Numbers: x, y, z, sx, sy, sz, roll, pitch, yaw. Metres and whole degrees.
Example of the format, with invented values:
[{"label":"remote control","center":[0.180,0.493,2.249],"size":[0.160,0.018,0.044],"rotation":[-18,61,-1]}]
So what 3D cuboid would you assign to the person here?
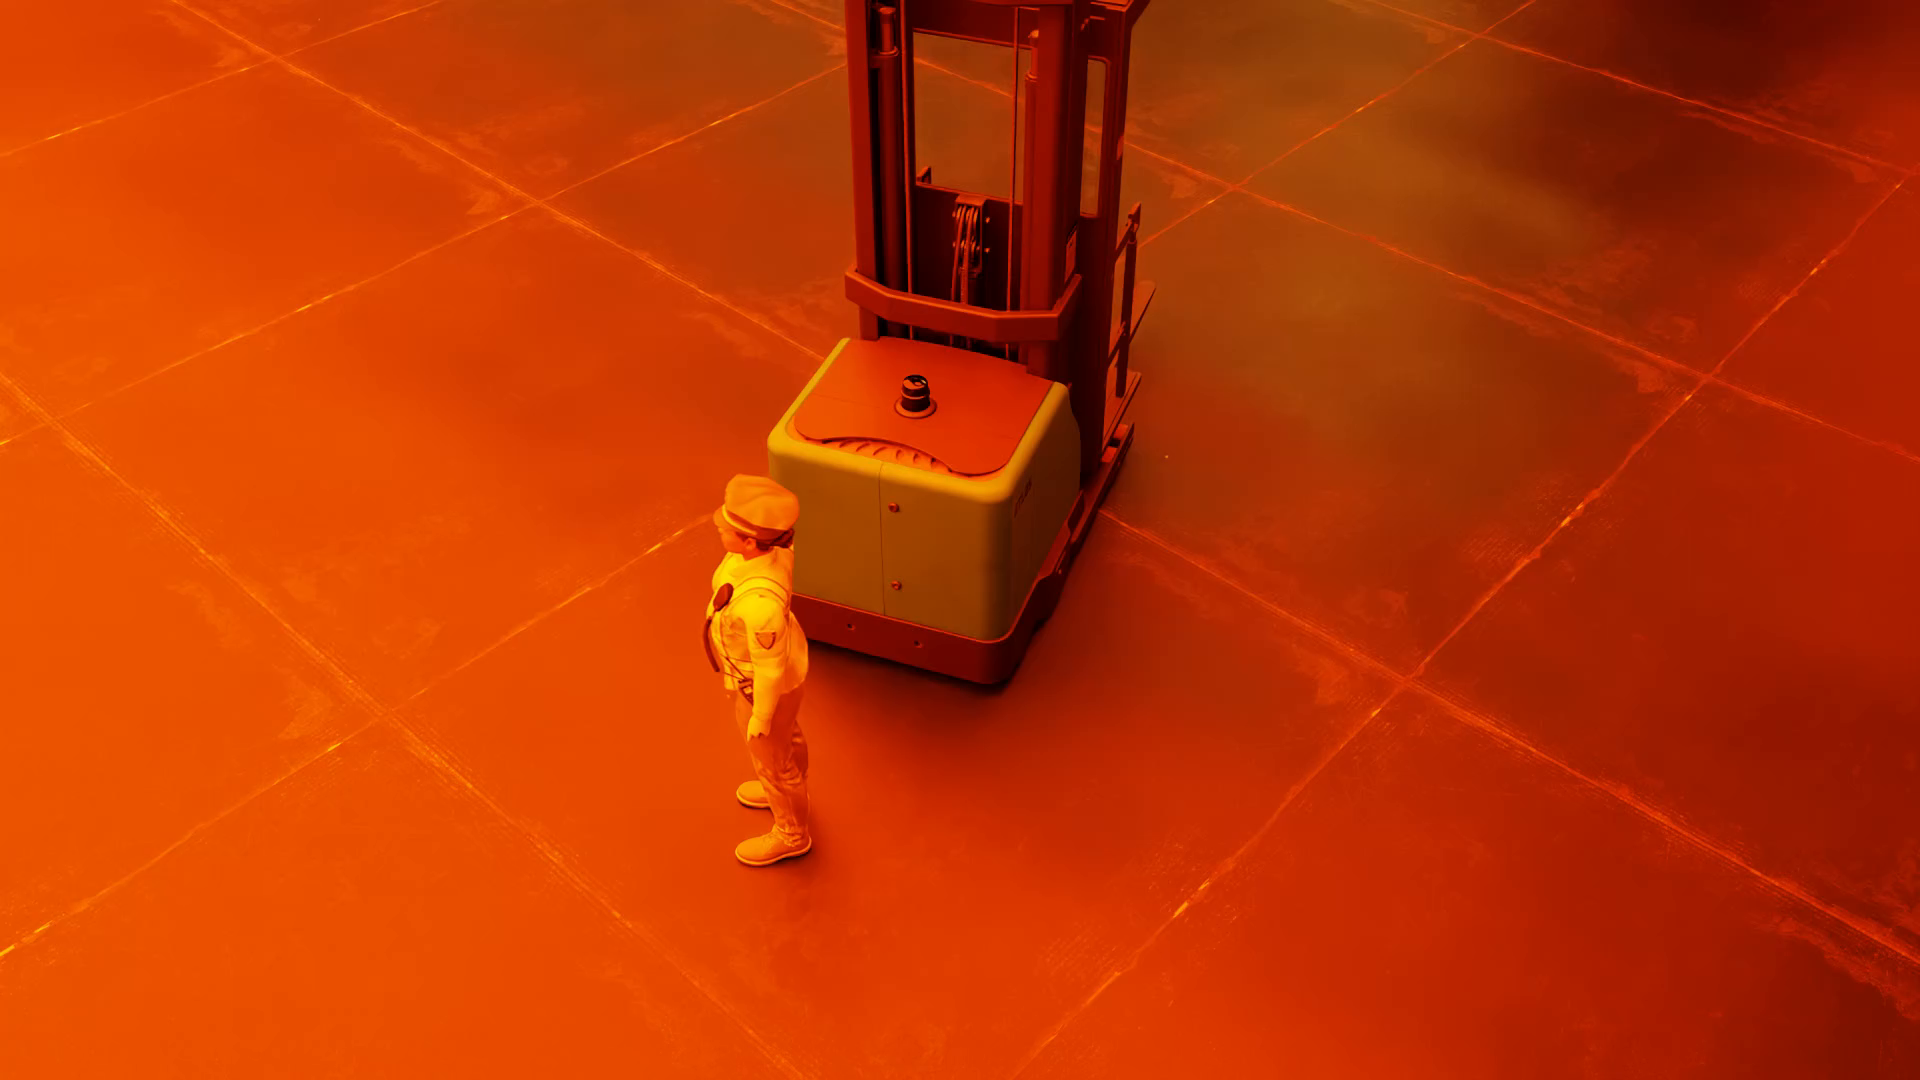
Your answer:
[{"label":"person","center":[-0.690,0.474,5.831],"size":[0.344,1.693,0.462],"rotation":[-2,41,-3]}]

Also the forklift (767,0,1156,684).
[{"label":"forklift","center":[0.211,-1.484,7.158],"size":[1.130,2.935,3.031],"rotation":[14,42,15]}]
